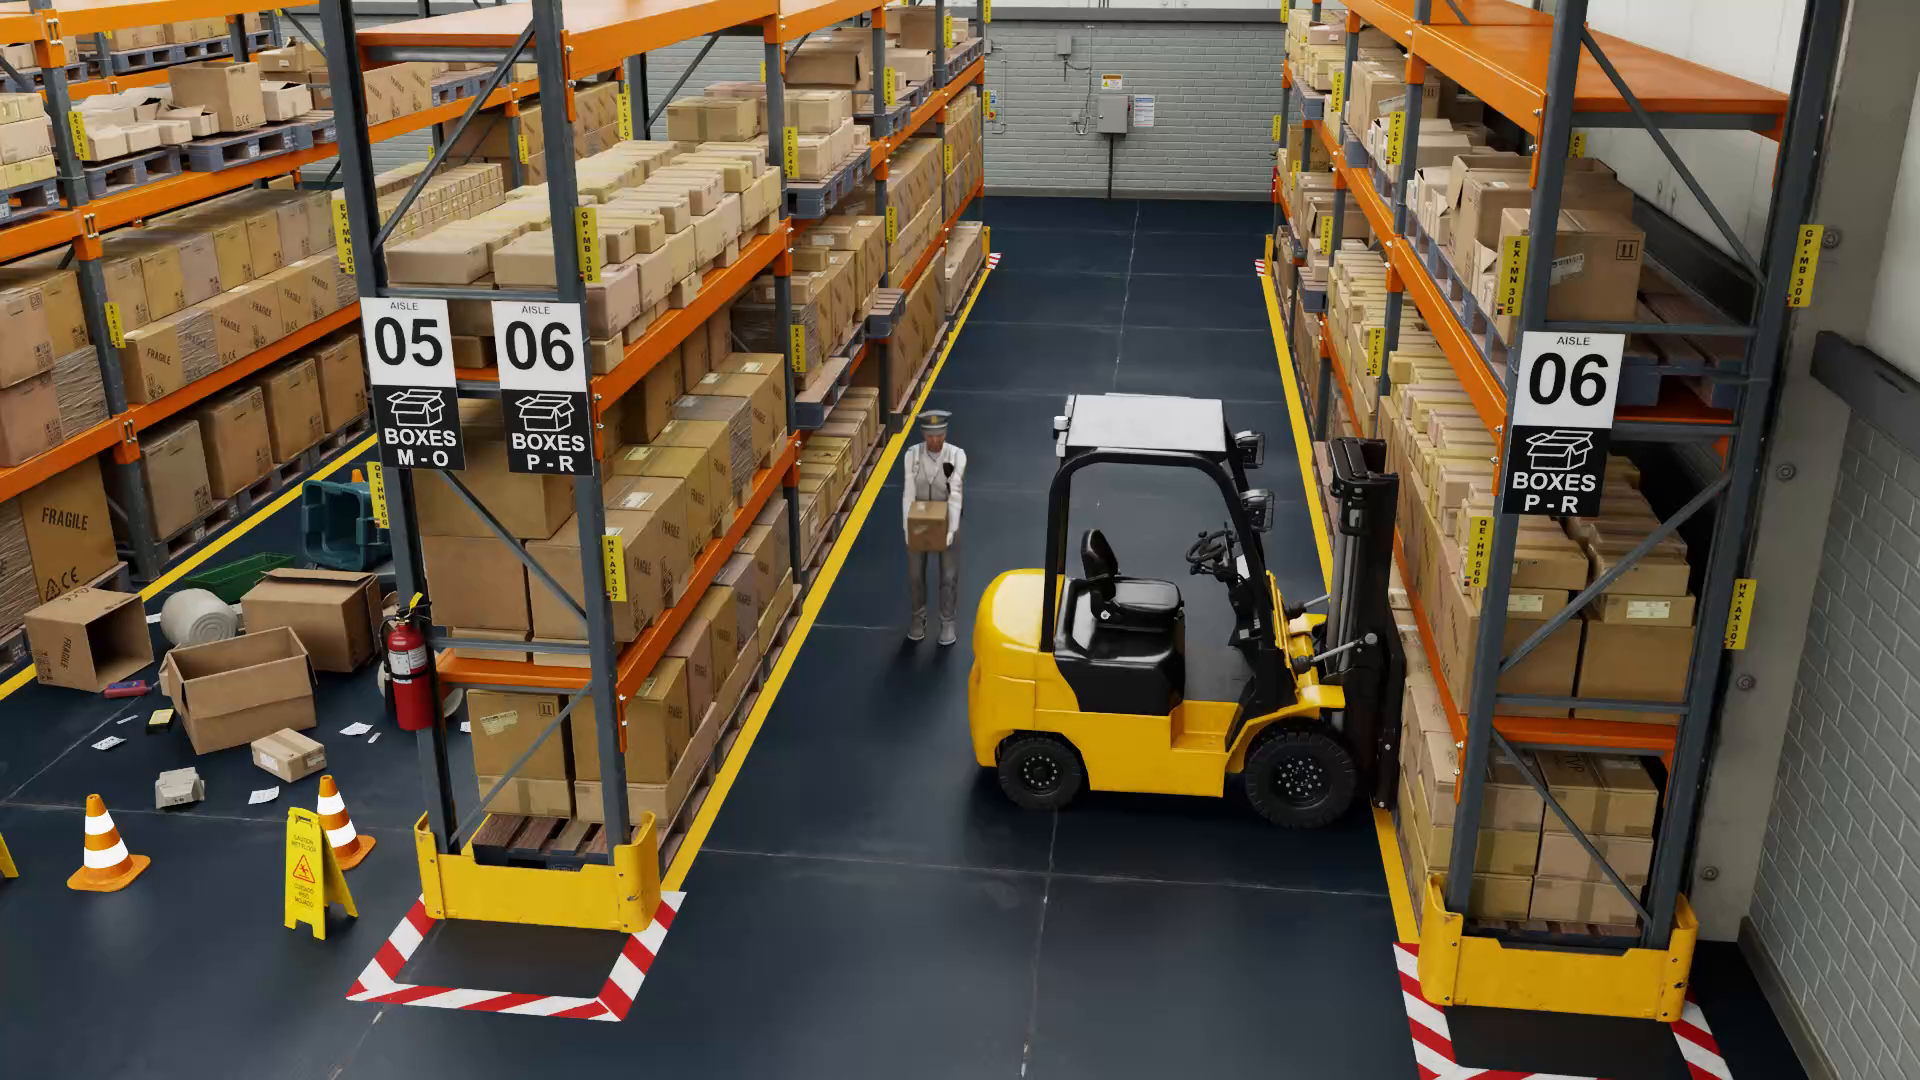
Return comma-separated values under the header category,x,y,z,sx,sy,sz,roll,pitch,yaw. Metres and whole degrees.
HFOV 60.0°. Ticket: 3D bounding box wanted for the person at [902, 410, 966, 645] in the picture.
category,x,y,z,sx,sy,sz,roll,pitch,yaw
person,-0.174,-0.087,11.319,0.416,1.663,0.543,2,21,5
